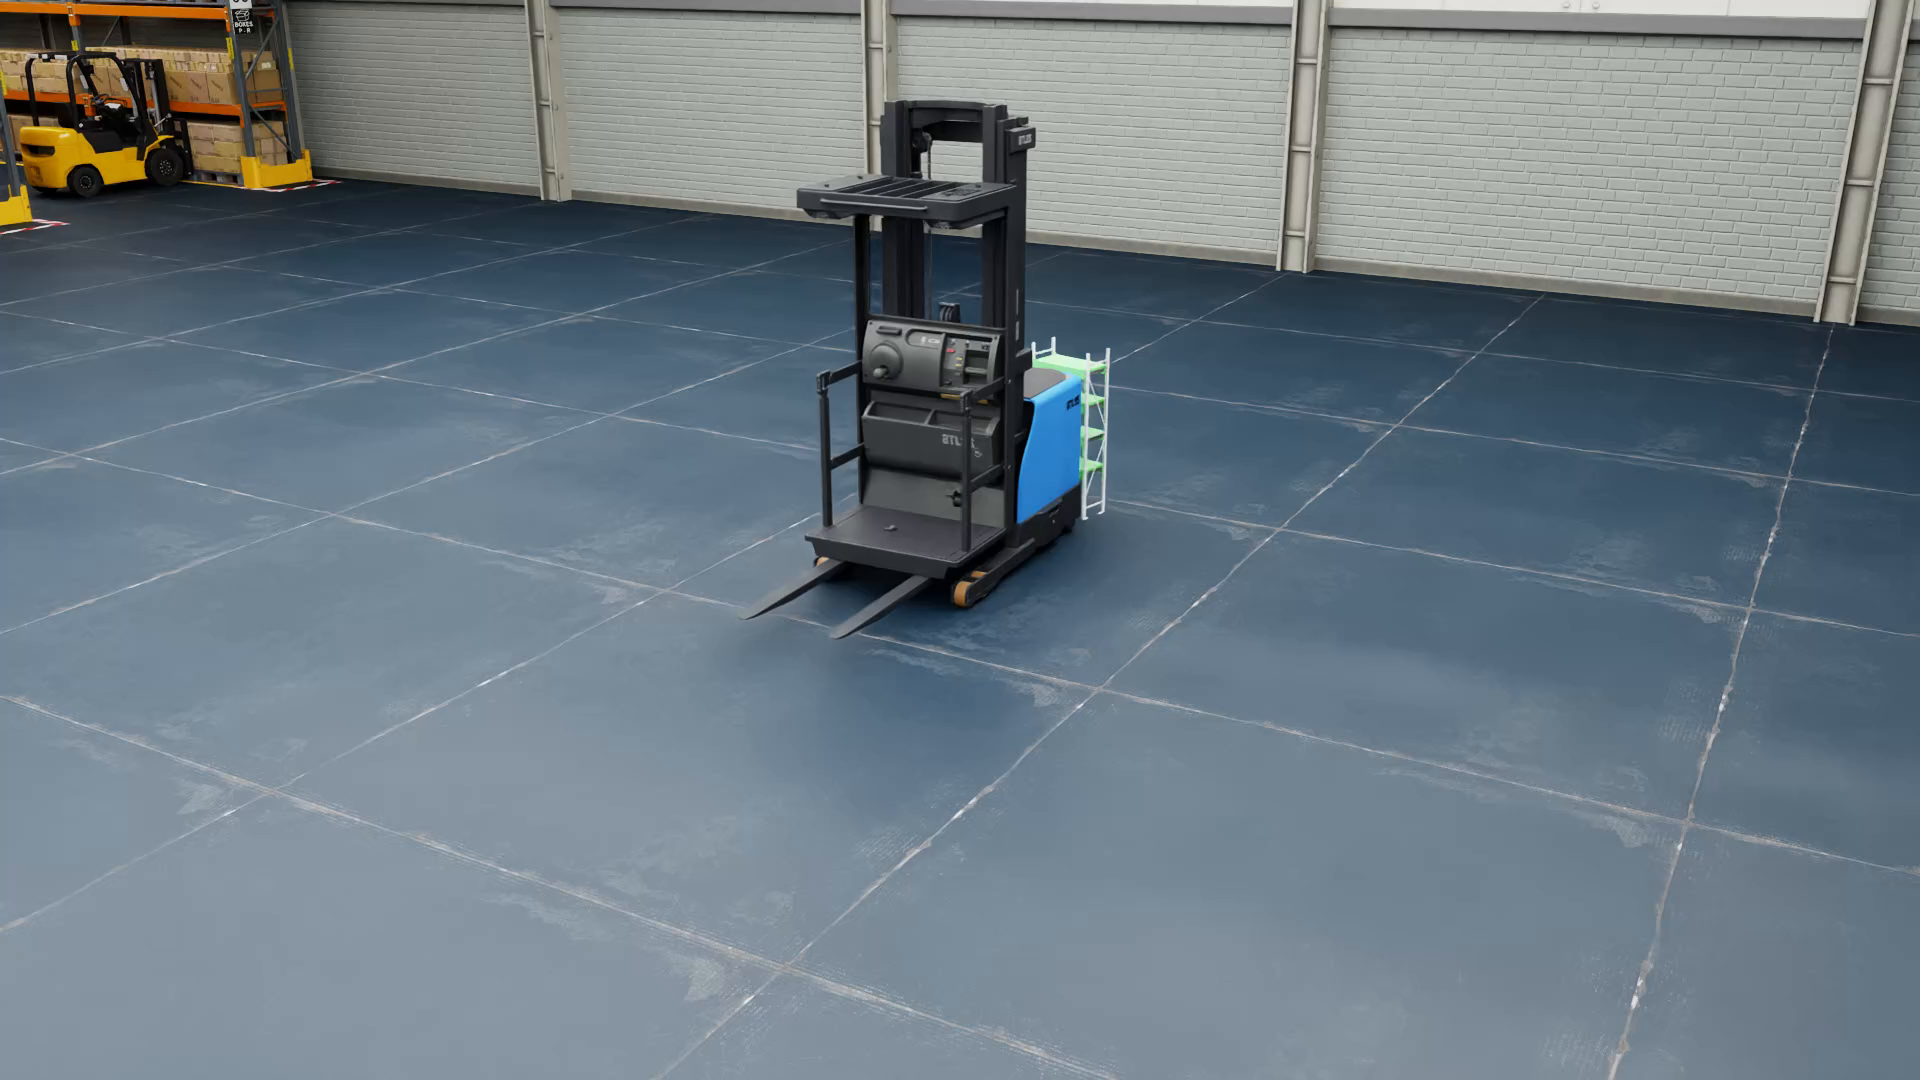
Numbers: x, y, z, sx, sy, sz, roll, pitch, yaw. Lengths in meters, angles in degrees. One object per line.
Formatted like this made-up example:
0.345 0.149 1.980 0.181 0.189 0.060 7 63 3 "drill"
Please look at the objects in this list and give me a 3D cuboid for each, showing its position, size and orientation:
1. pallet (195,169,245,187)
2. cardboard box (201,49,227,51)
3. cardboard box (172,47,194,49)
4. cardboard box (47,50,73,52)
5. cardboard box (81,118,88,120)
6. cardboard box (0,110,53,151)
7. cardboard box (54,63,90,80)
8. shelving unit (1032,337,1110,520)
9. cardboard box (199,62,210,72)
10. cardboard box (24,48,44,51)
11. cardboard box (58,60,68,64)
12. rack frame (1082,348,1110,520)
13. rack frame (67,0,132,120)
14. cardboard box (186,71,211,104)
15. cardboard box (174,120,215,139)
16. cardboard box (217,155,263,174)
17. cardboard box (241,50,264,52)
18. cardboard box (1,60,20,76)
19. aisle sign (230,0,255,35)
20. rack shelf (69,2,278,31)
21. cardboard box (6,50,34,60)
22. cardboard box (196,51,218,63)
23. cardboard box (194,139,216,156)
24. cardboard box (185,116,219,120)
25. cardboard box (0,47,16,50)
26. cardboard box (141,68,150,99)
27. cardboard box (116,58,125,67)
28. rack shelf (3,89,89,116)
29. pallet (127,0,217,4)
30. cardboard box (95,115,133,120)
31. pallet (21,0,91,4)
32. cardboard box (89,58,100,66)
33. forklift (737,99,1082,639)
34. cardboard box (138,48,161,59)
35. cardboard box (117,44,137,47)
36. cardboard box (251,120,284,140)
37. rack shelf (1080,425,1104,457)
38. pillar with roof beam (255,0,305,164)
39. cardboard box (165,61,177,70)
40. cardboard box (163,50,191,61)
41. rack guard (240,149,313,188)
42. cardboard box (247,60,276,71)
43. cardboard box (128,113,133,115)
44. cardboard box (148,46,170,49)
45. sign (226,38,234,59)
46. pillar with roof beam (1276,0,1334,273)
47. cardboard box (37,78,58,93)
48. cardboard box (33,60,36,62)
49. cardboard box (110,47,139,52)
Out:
-12.082 -6.173 28.073 1.213 0.211 1.003 11 23 27 "pallet"
-12.484 -8.156 27.915 0.250 0.149 0.380 12 23 29 "cardboard box"
-13.152 -8.289 28.283 0.250 0.149 0.380 12 23 29 "cardboard box"
-16.176 -8.736 29.953 0.250 0.149 0.380 11 22 27 "cardboard box"
-15.347 -7.199 29.679 0.625 0.625 0.875 12 23 30 "cardboard box"
-17.266 -7.567 30.692 0.625 0.625 0.875 12 23 29 "cardboard box"
-15.440 -8.204 29.071 0.500 0.250 0.500 10 22 26 "cardboard box"
0.770 -0.792 11.788 0.503 1.200 0.258 17 26 40 "shelving unit"
-12.268 -7.790 27.345 0.250 0.149 0.380 11 23 28 "cardboard box"
-16.819 -8.883 30.357 0.250 0.149 0.380 10 22 26 "cardboard box"
-15.527 -8.415 29.065 0.250 0.149 0.380 10 22 27 "cardboard box"
0.950 -0.735 11.632 0.015 1.200 0.240 17 26 40 "rack frame"
-14.886 -8.034 29.115 0.127 3.000 1.000 11 23 27 "rack frame"
-12.400 -7.509 27.520 0.500 0.500 0.500 12 23 29 "cardboard box"
-12.842 -6.892 27.916 0.500 0.250 0.500 11 23 28 "cardboard box"
-11.958 -6.258 27.635 0.500 0.250 0.500 11 23 28 "cardboard box"
-11.785 -8.043 27.606 0.250 0.149 0.380 12 23 29 "cardboard box"
-16.767 -8.464 29.787 0.500 0.250 0.500 11 23 28 "cardboard box"
-11.480 -8.493 26.567 0.004 0.787 0.394 11 23 27 "aisle sign"
-13.140 -8.774 27.810 4.000 0.370 1.077 11 23 27 "rack shelf"
-16.838 -8.685 29.811 0.250 0.149 0.380 11 23 27 "cardboard box"
-12.282 -7.925 27.280 0.250 0.149 0.380 11 23 28 "cardboard box"
-12.404 -6.583 27.799 0.500 0.250 0.500 11 22 27 "cardboard box"
-13.035 -7.136 28.589 0.500 0.250 0.500 10 22 26 "cardboard box"
-17.516 -8.986 30.641 0.250 0.149 0.380 11 23 27 "cardboard box"
-13.721 -7.764 28.224 0.500 0.500 0.500 11 22 27 "cardboard box"
-14.089 -8.114 28.238 0.250 0.149 0.380 11 23 28 "cardboard box"
-16.632 -8.029 30.155 4.000 0.370 1.077 11 23 27 "rack shelf"
-13.068 -9.066 27.689 1.213 0.211 1.003 11 23 27 "pallet"
-14.617 -7.235 28.863 0.500 0.250 0.500 10 22 26 "cardboard box"
-15.663 -9.497 29.030 1.217 0.209 0.805 10 22 25 "pallet"
-14.736 -8.255 28.626 0.250 0.149 0.380 10 22 26 "cardboard box"
-0.281 -1.133 10.189 1.130 2.935 3.031 10 22 26 "forklift"
-13.589 -8.194 28.022 0.250 0.149 0.380 11 23 27 "cardboard box"
-14.460 -8.563 29.039 0.250 0.149 0.380 11 23 27 "cardboard box"
-11.721 -6.880 27.884 0.500 0.250 0.500 10 22 26 "cardboard box"
0.770 -0.732 11.809 0.480 0.148 0.258 17 26 40 "rack shelf"
-13.662 -9.292 23.784 0.400 9.000 9.100 11 23 27 "pillar with roof beam"
-12.965 -7.901 27.651 0.250 0.149 0.380 11 23 28 "cardboard box"
-12.973 -8.040 27.597 0.250 0.149 0.380 11 23 28 "cardboard box"
-11.373 -6.190 27.697 0.348 0.500 1.175 11 23 27 "rack guard"
-11.564 -7.855 27.522 0.250 0.149 0.380 10 22 26 "cardboard box"
-14.362 -7.385 29.275 0.500 0.250 0.500 11 23 28 "cardboard box"
-13.775 -8.446 28.716 0.250 0.149 0.380 10 22 26 "cardboard box"
-11.671 -7.866 26.605 0.005 0.325 0.100 11 23 27 "sign"
2.052 -6.298 15.532 0.400 9.000 9.100 11 23 27 "pillar with roof beam"
-15.895 -8.052 29.383 0.500 0.250 0.500 11 22 27 "cardboard box"
-16.207 -8.537 29.404 0.250 0.149 0.380 10 22 26 "cardboard box"
-14.253 -8.328 28.392 0.250 0.149 0.380 10 22 26 "cardboard box"
